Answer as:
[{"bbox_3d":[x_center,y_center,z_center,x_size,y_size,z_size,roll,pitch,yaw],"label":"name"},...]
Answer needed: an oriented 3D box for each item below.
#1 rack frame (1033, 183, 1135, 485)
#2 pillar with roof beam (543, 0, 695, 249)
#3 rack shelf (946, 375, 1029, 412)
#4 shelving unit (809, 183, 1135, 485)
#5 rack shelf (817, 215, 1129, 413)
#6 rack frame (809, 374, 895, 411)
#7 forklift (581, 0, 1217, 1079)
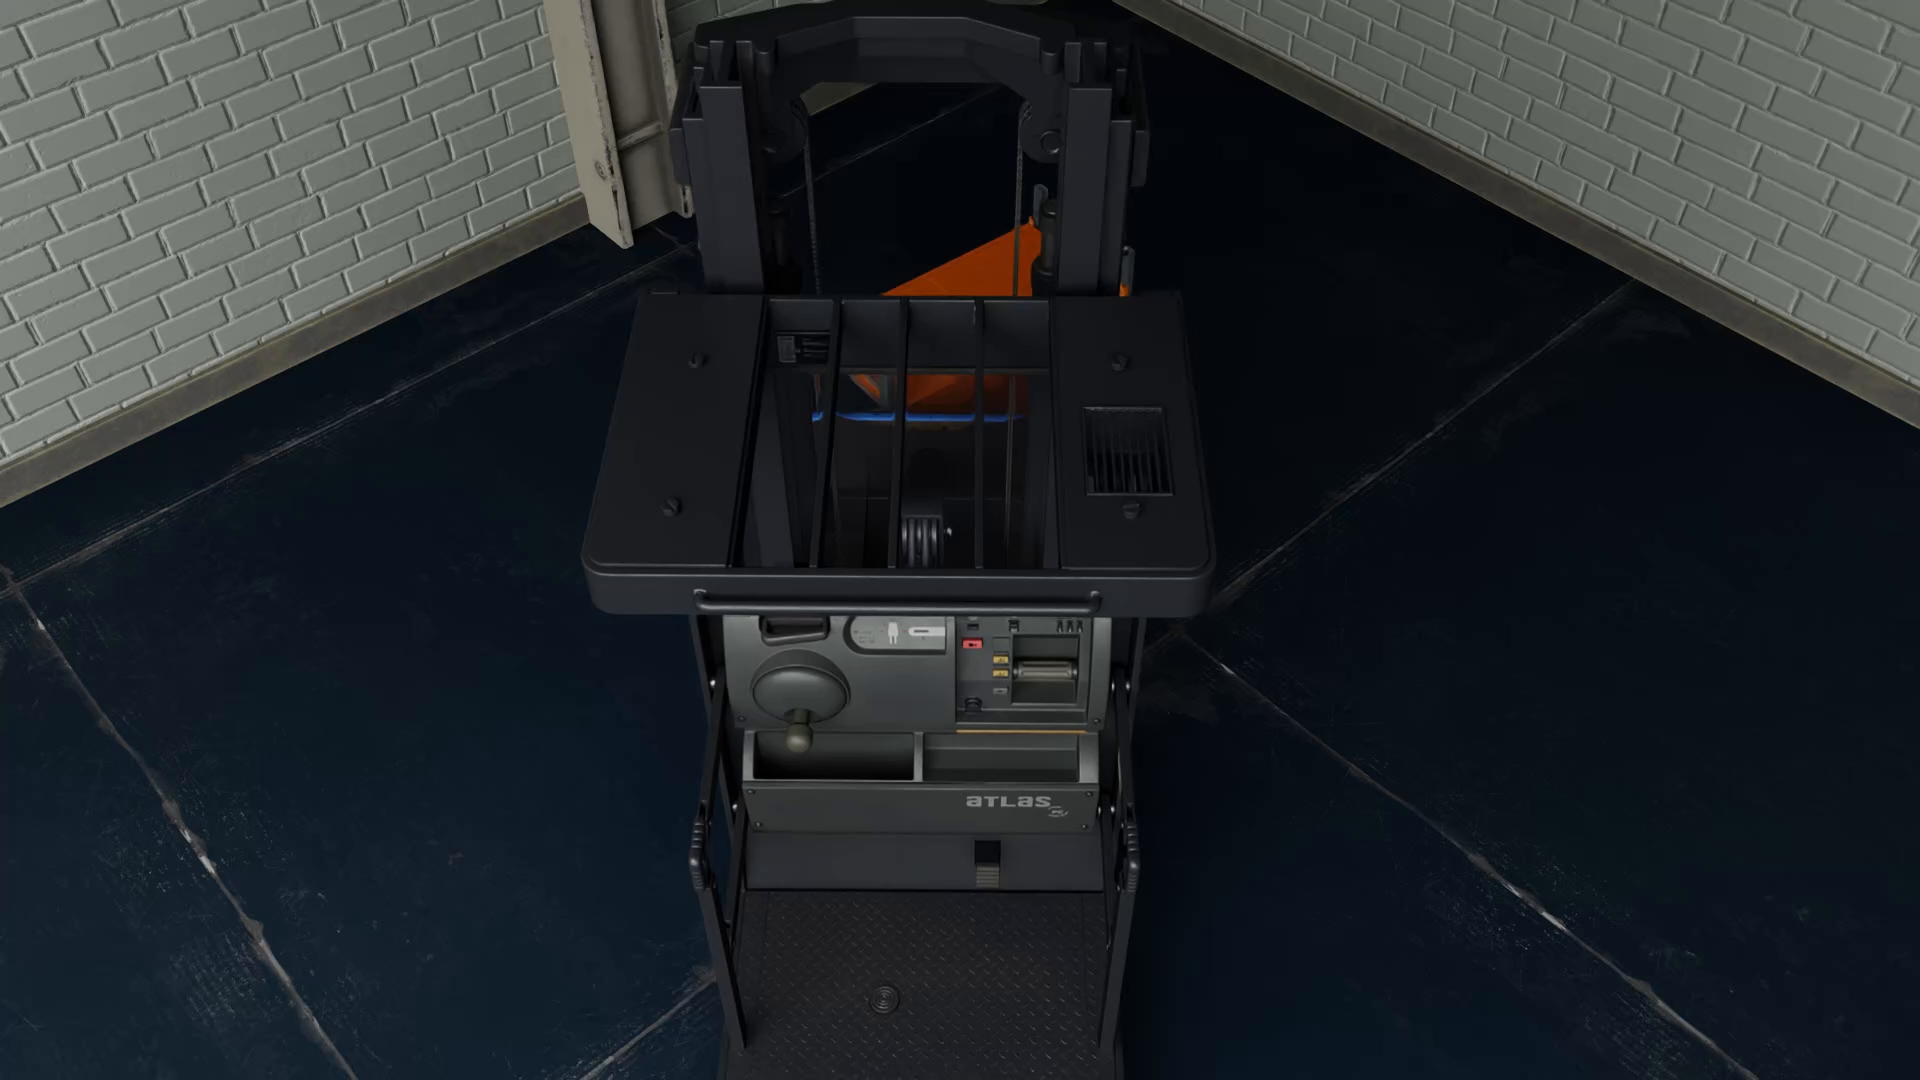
[{"bbox_3d":[0.427,-0.732,6.160,0.032,1.125,0.500,-30,54,-25],"label":"rack frame"},{"bbox_3d":[1.436,-2.195,2.152,0.400,9.000,9.100,-34,56,-27],"label":"pillar with roof beam"},{"bbox_3d":[0.028,-0.335,6.126,1.000,0.278,0.538,-30,54,-25],"label":"rack shelf"},{"bbox_3d":[0.028,-0.501,5.947,1.048,1.125,0.538,-30,54,-25],"label":"shelving unit"},{"bbox_3d":[0.028,-0.699,5.732,1.000,0.278,0.538,-30,54,-25],"label":"rack shelf"},{"bbox_3d":[-0.371,-0.269,5.733,0.032,1.125,0.500,-30,54,-25],"label":"rack frame"},{"bbox_3d":[-0.101,0.417,3.871,1.130,2.935,3.031,0,47,0],"label":"forklift"}]
